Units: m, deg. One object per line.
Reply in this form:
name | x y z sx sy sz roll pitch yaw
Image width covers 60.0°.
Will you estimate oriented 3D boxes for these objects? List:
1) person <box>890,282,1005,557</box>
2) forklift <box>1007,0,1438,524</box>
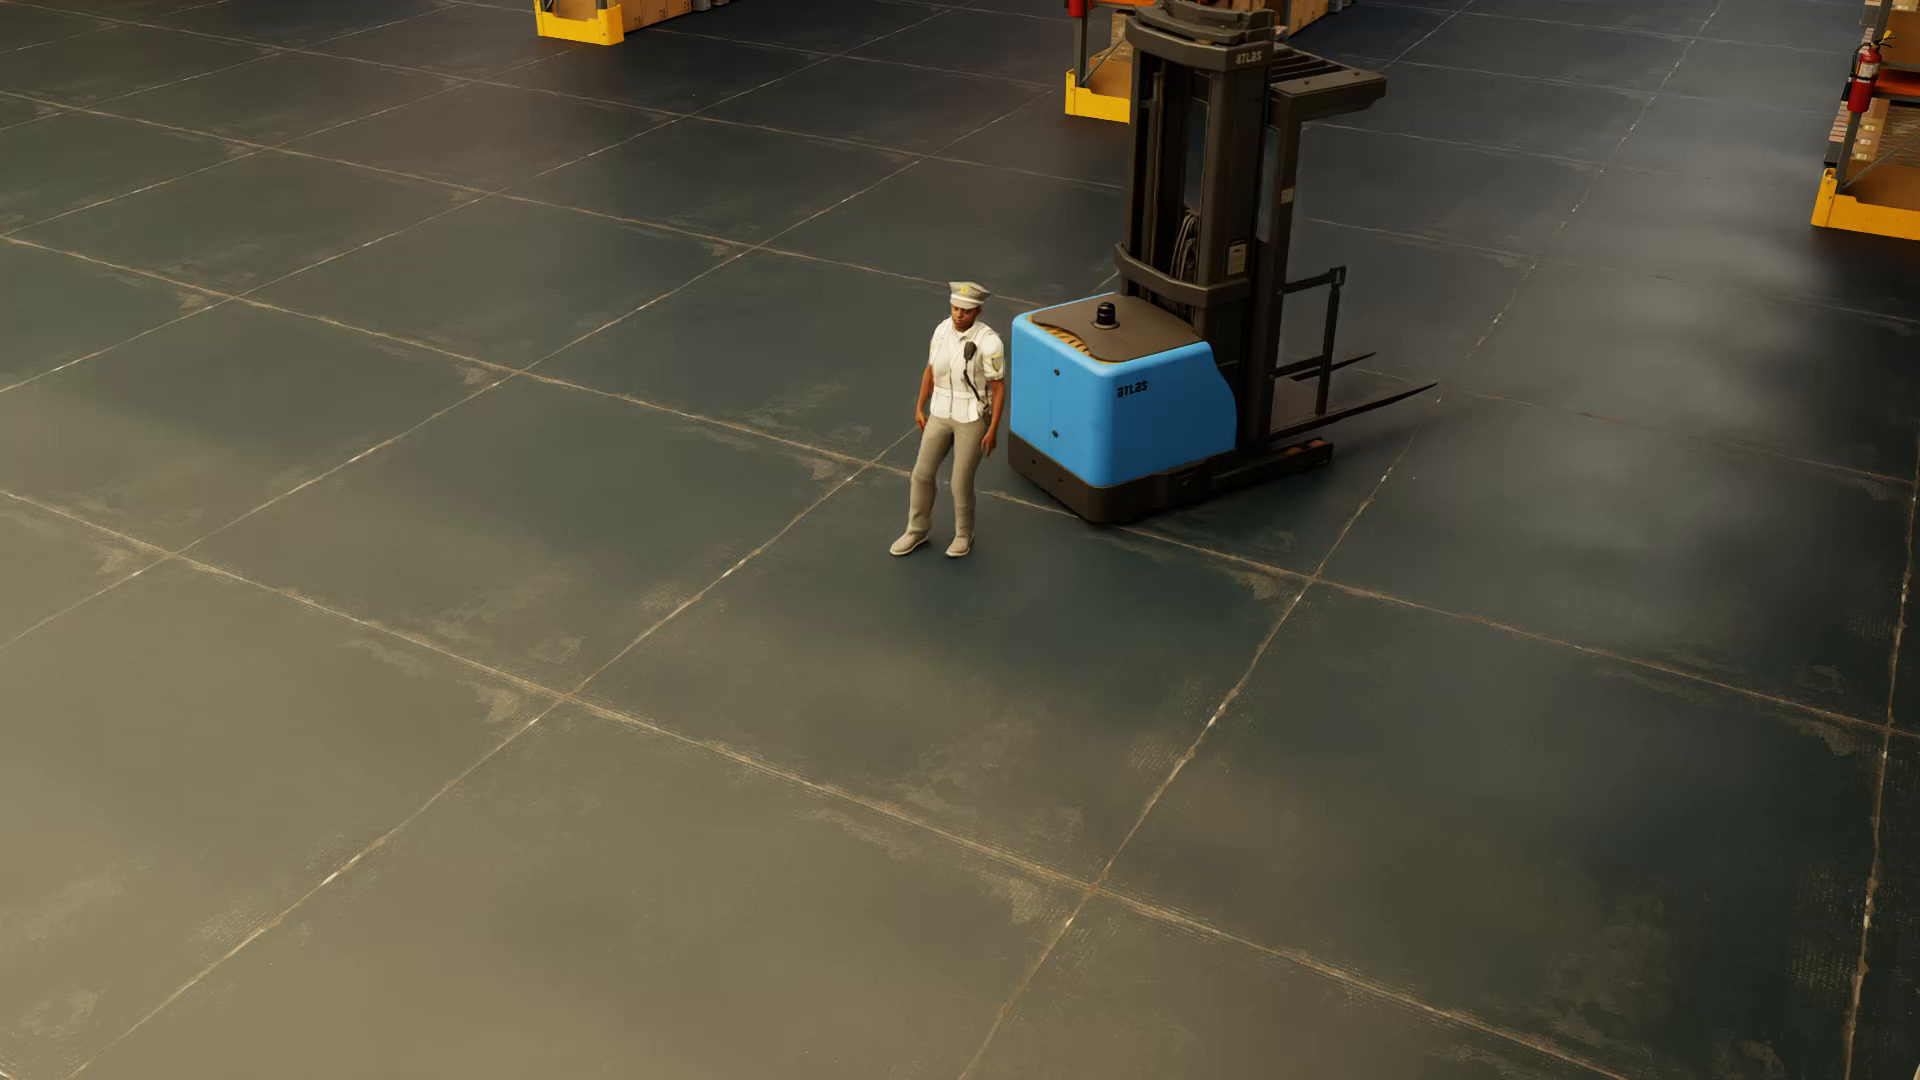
person | -0.050 -0.670 9.500 0.593 1.685 0.528 17 34 27
forklift | 1.831 -1.909 10.379 3.031 2.935 1.130 -17 34 -27
